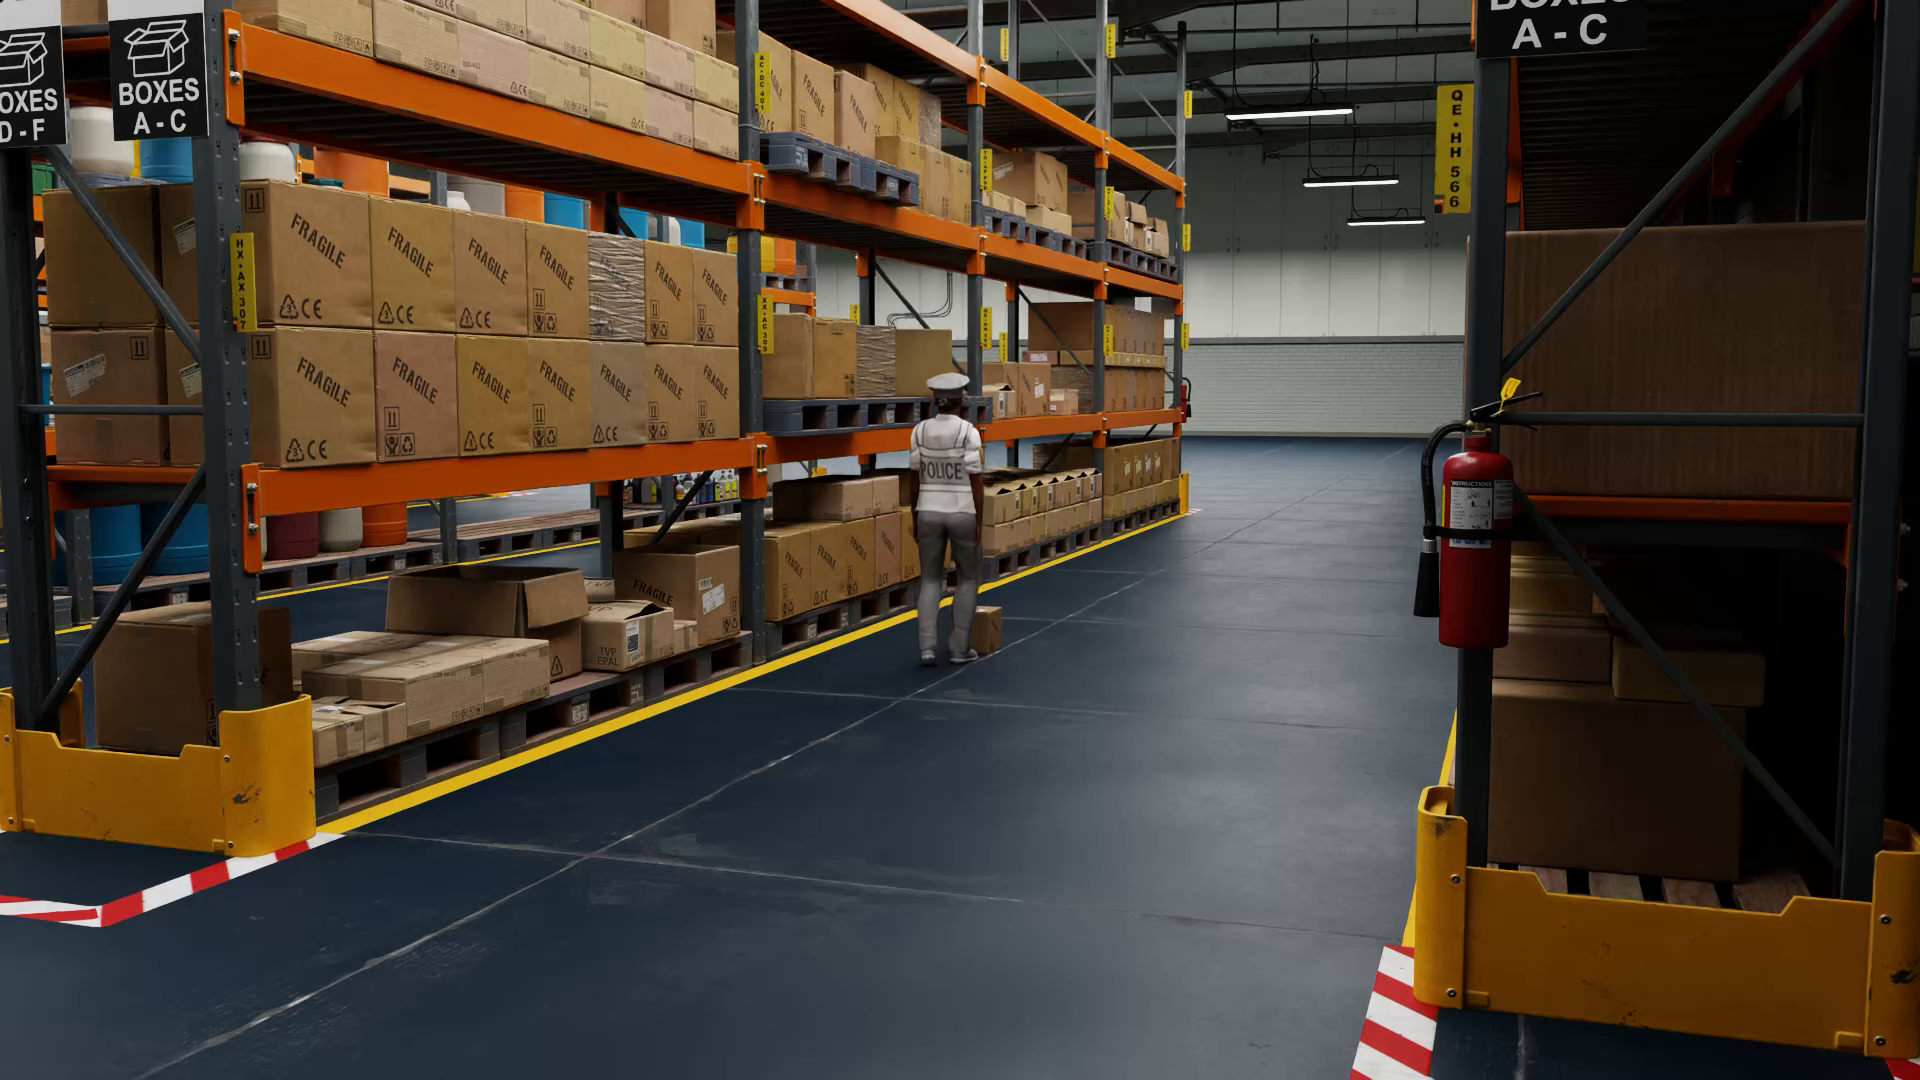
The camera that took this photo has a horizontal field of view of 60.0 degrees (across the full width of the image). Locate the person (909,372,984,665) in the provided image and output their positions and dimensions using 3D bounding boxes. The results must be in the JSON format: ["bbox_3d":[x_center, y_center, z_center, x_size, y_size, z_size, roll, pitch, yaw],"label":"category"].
[{"bbox_3d":[-0.066,-0.088,9.534,0.456,1.731,0.393,2,6,19],"label":"person"}]
